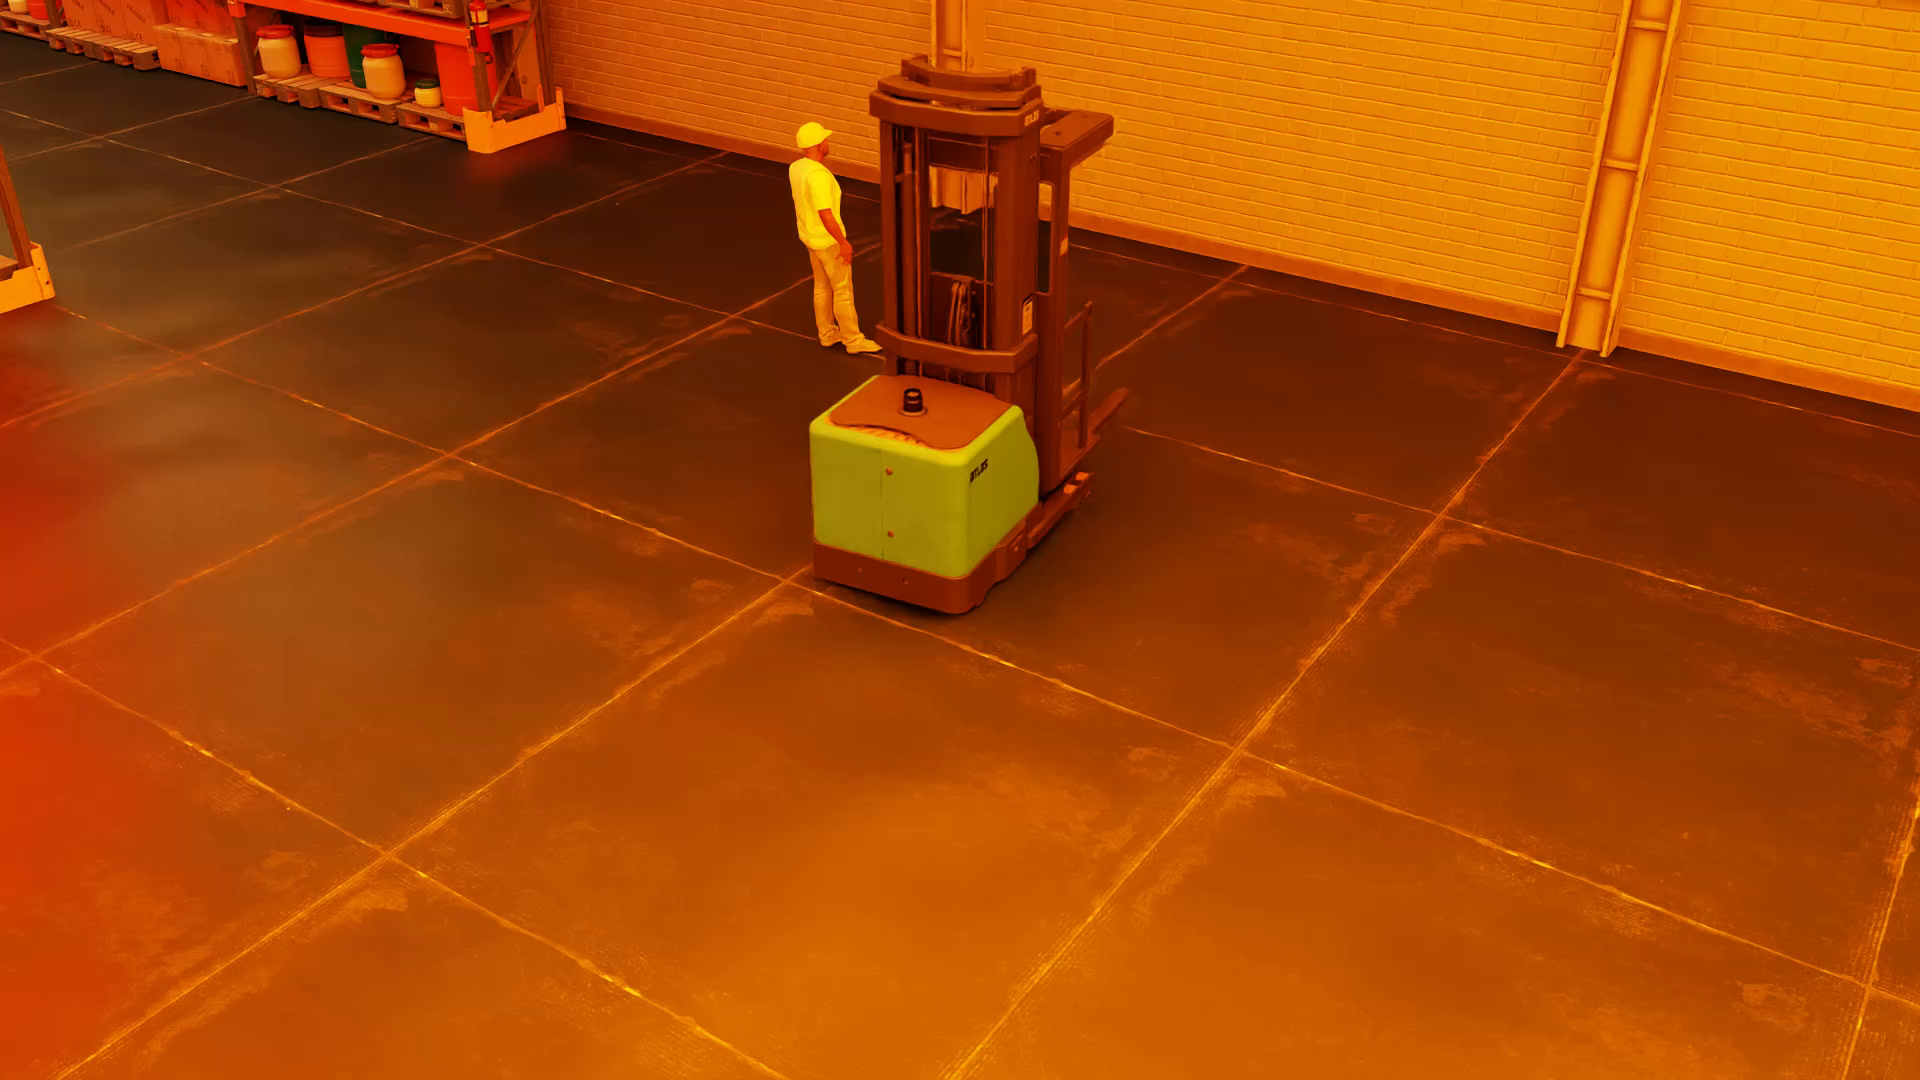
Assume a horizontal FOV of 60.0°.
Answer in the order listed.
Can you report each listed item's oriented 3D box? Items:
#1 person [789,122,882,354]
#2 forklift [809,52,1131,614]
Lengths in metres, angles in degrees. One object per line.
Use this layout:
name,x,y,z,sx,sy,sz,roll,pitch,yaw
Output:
person,-0.970,-2.325,12.730,0.579,1.765,0.666,-15,33,-24
forklift,0.236,-1.555,10.259,1.130,2.935,3.031,14,33,23
